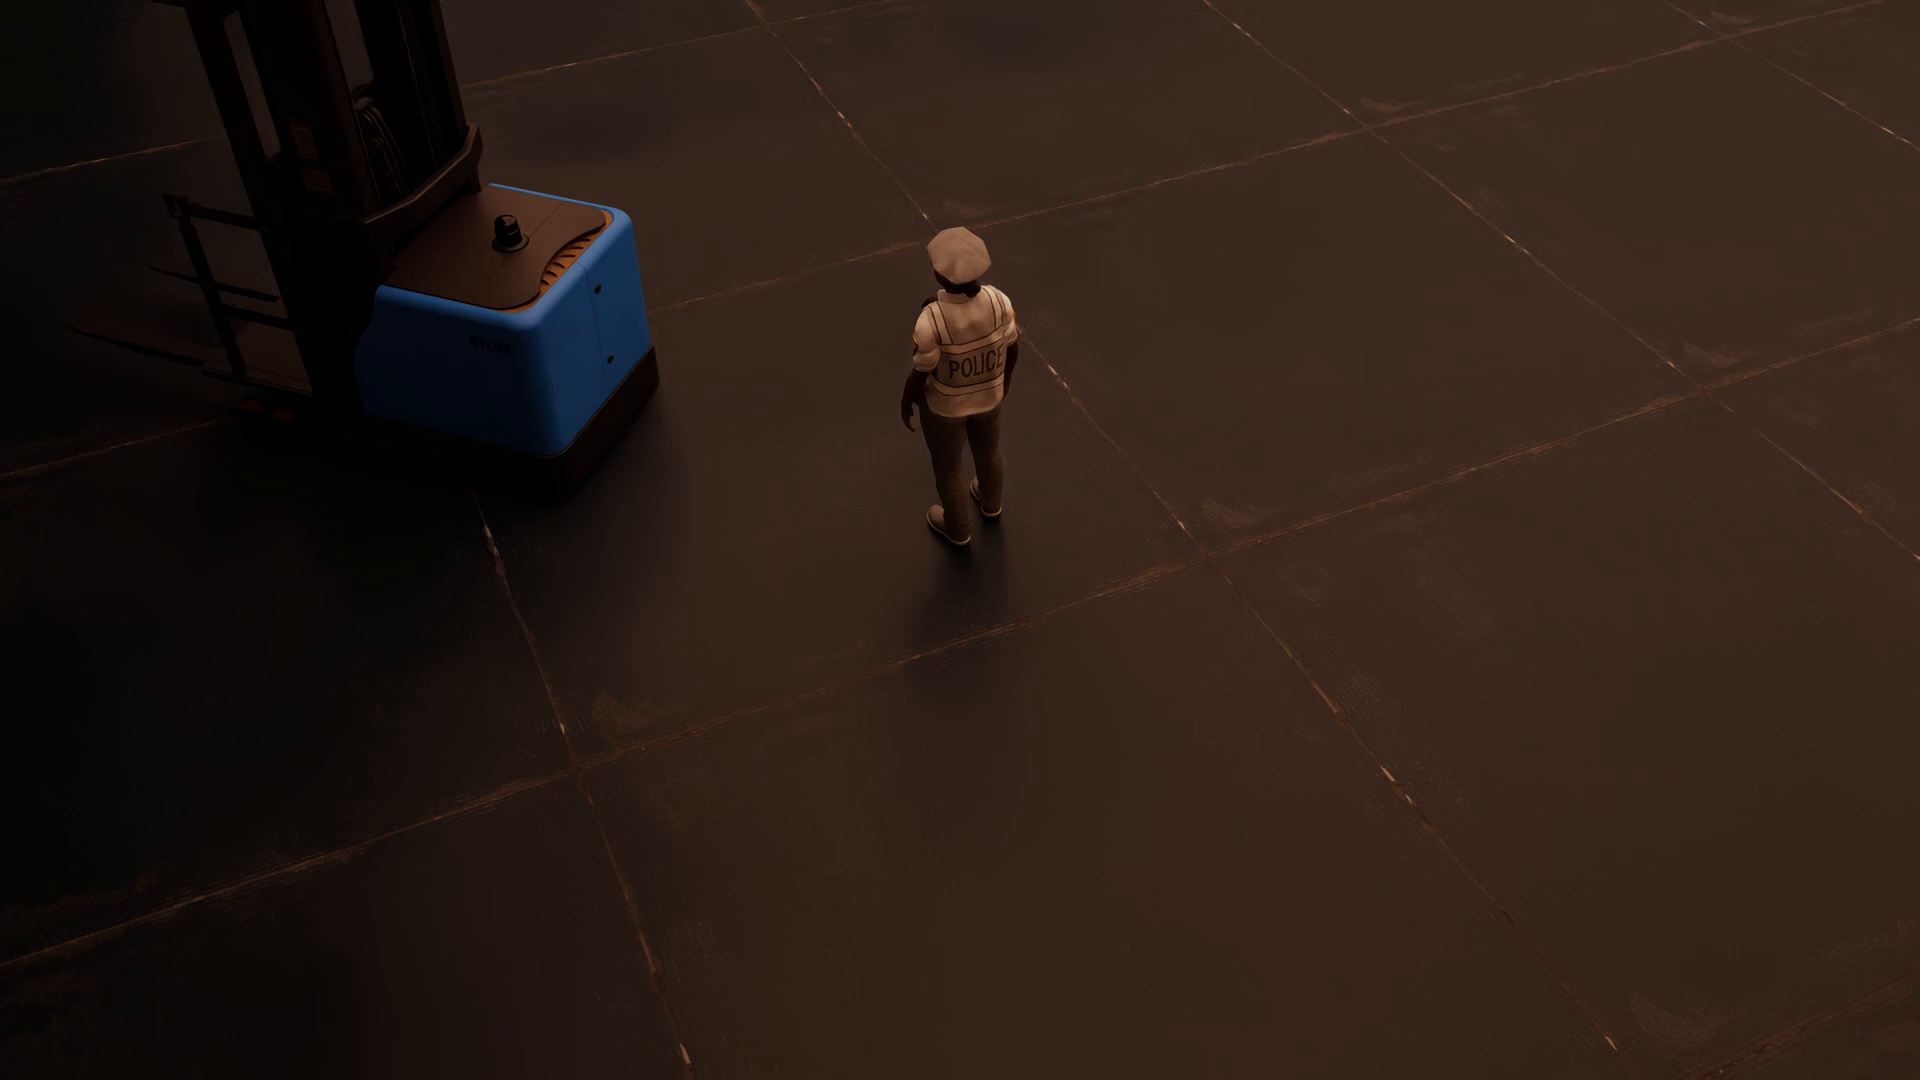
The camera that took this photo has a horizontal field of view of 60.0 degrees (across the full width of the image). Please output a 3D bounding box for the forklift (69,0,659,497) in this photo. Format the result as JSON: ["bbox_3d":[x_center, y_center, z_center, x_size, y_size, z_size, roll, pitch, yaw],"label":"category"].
[{"bbox_3d":[-3.128,-1.893,7.709,3.031,2.935,1.130,14,45,14],"label":"forklift"}]

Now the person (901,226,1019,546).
[{"bbox_3d":[-0.013,-0.677,7.301,0.569,1.694,0.529,-18,46,-18],"label":"person"}]
